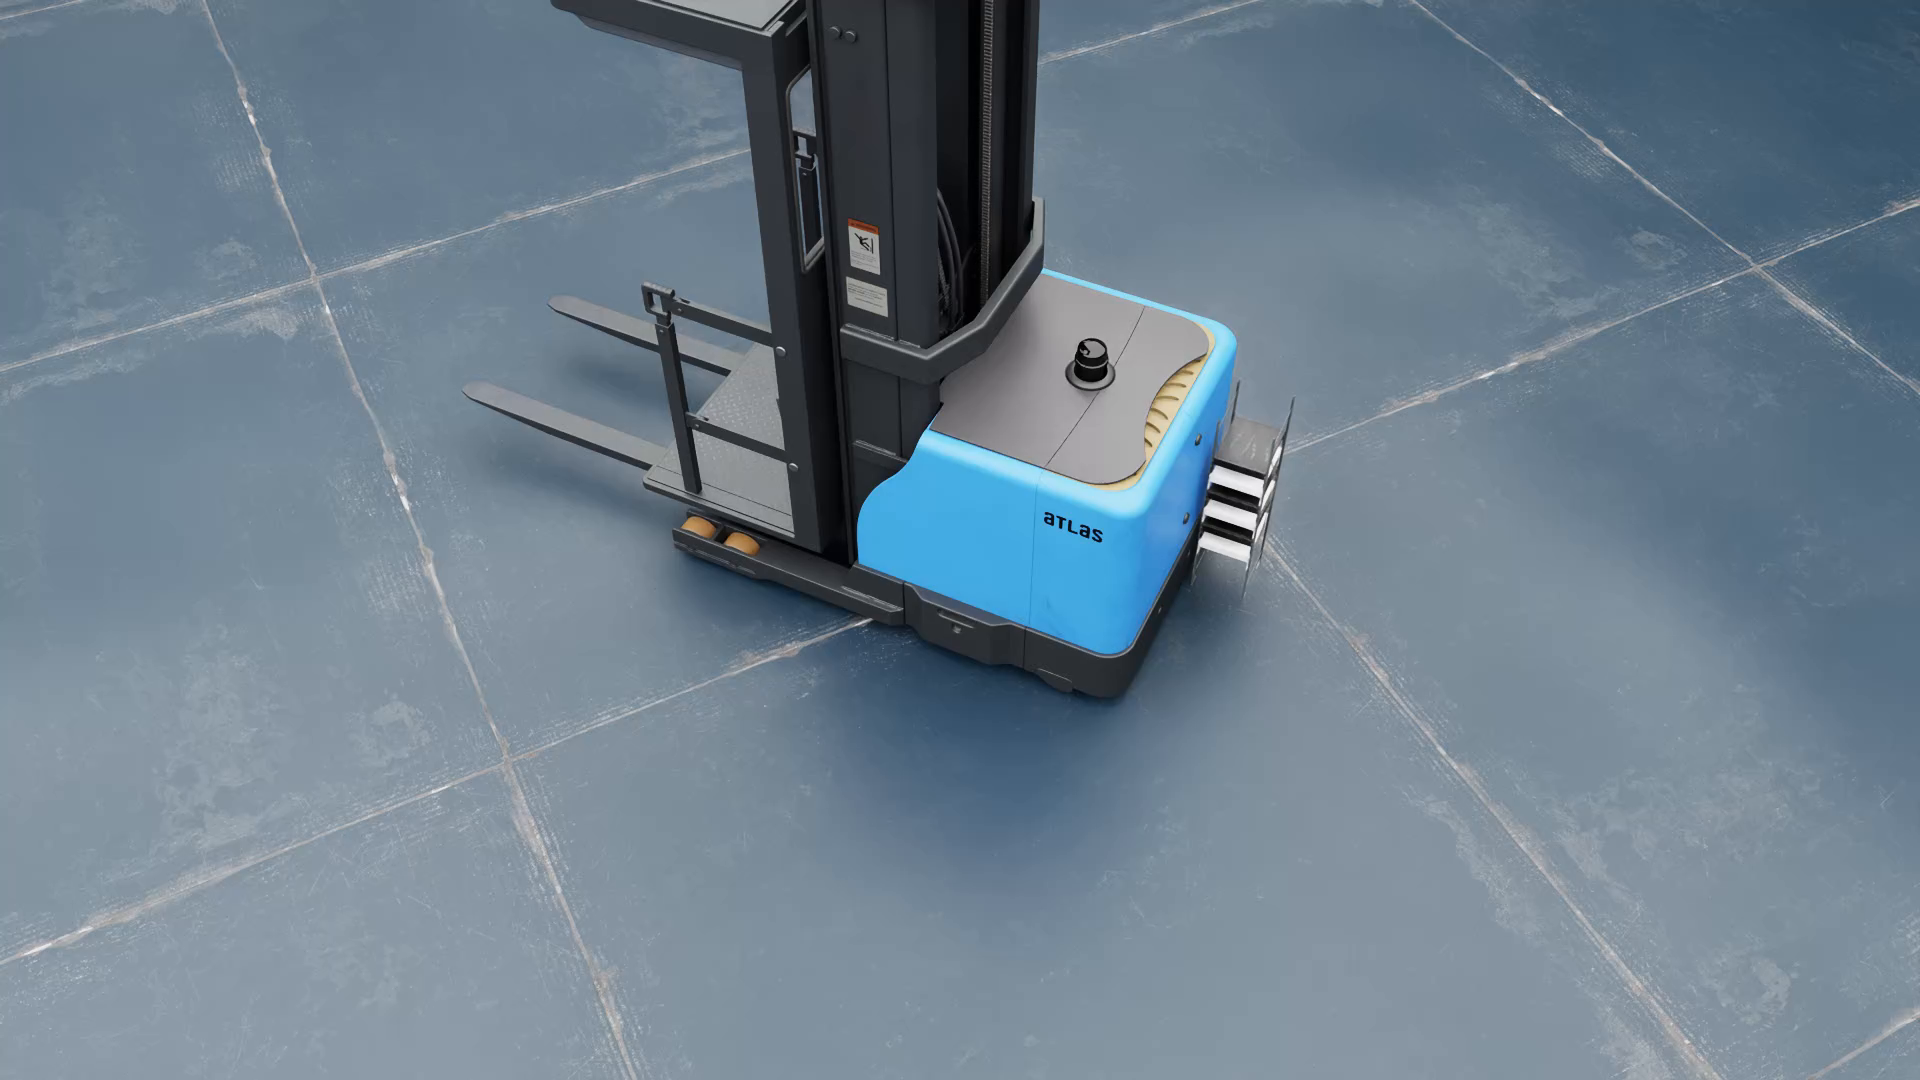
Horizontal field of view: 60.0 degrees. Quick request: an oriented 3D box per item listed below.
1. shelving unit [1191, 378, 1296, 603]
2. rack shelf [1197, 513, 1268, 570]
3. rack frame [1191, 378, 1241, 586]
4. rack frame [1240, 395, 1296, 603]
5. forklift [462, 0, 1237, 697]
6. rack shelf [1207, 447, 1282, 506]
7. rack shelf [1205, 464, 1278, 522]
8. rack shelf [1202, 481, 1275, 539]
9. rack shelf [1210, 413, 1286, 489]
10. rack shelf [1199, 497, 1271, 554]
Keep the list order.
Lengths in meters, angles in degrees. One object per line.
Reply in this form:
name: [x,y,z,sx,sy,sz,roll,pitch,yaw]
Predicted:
shelving unit: [1.045,-0.168,6.192,0.210,0.900,0.258,19,52,16]
rack shelf: [1.045,-0.027,6.352,0.200,0.077,0.258,19,52,16]
rack frame: [0.953,-0.200,6.220,0.006,0.900,0.240,19,52,16]
rack frame: [1.137,-0.135,6.163,0.006,0.900,0.240,19,52,16]
forklift: [-0.561,-1.169,5.718,3.031,2.935,1.130,20,52,17]
rack shelf: [1.045,-0.264,6.081,0.200,0.077,0.258,19,52,16]
rack shelf: [1.045,-0.205,6.149,0.200,0.077,0.258,19,52,16]
rack shelf: [1.045,-0.146,6.217,0.200,0.077,0.258,19,52,16]
rack shelf: [1.045,-0.324,6.013,0.200,0.077,0.258,19,52,16]
rack shelf: [1.045,-0.087,6.284,0.200,0.077,0.258,19,52,16]
